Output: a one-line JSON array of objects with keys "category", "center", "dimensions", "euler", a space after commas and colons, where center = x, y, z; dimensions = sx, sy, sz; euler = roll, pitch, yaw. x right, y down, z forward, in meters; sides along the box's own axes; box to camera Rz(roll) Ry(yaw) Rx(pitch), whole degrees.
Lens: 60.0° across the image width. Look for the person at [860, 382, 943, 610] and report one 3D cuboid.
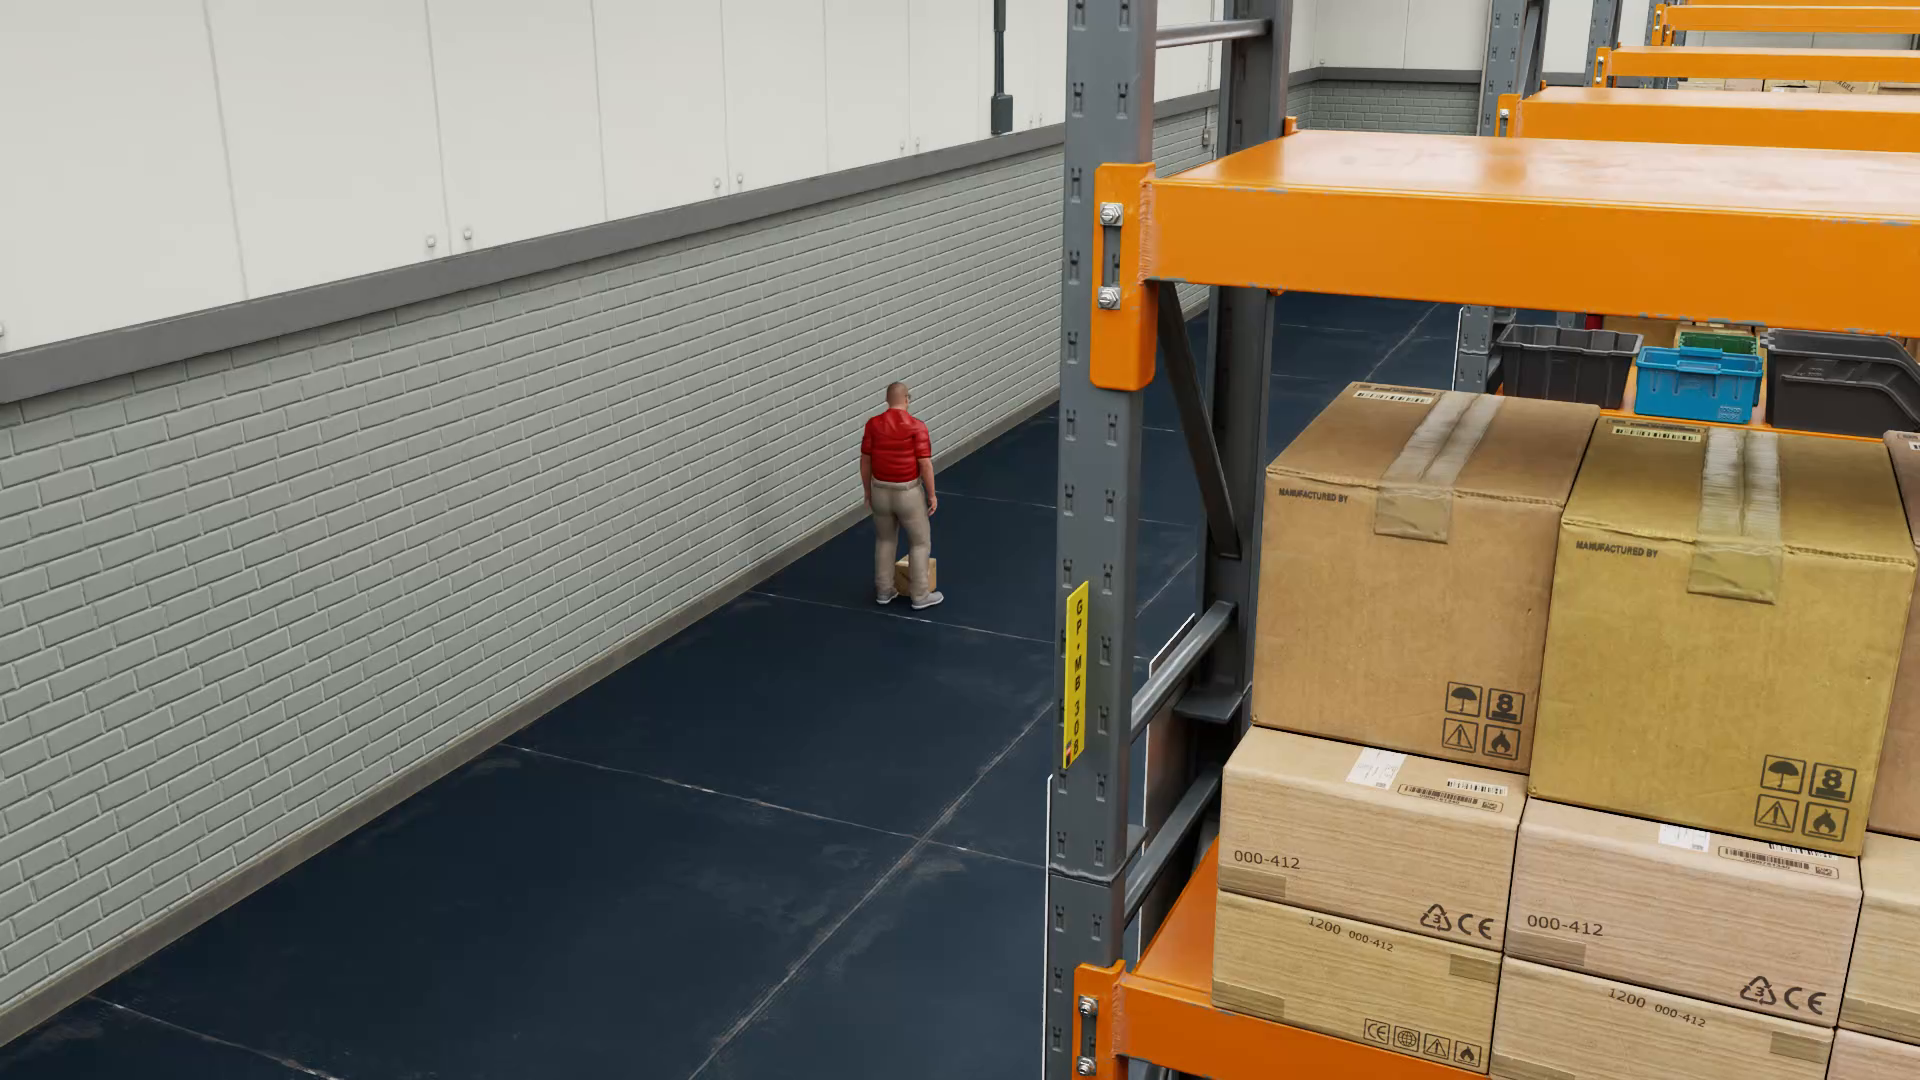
[{"category": "person", "center": [-0.454, -0.337, 12.572], "dimensions": [0.601, 1.726, 0.395], "euler": [7, 20, 20]}]
